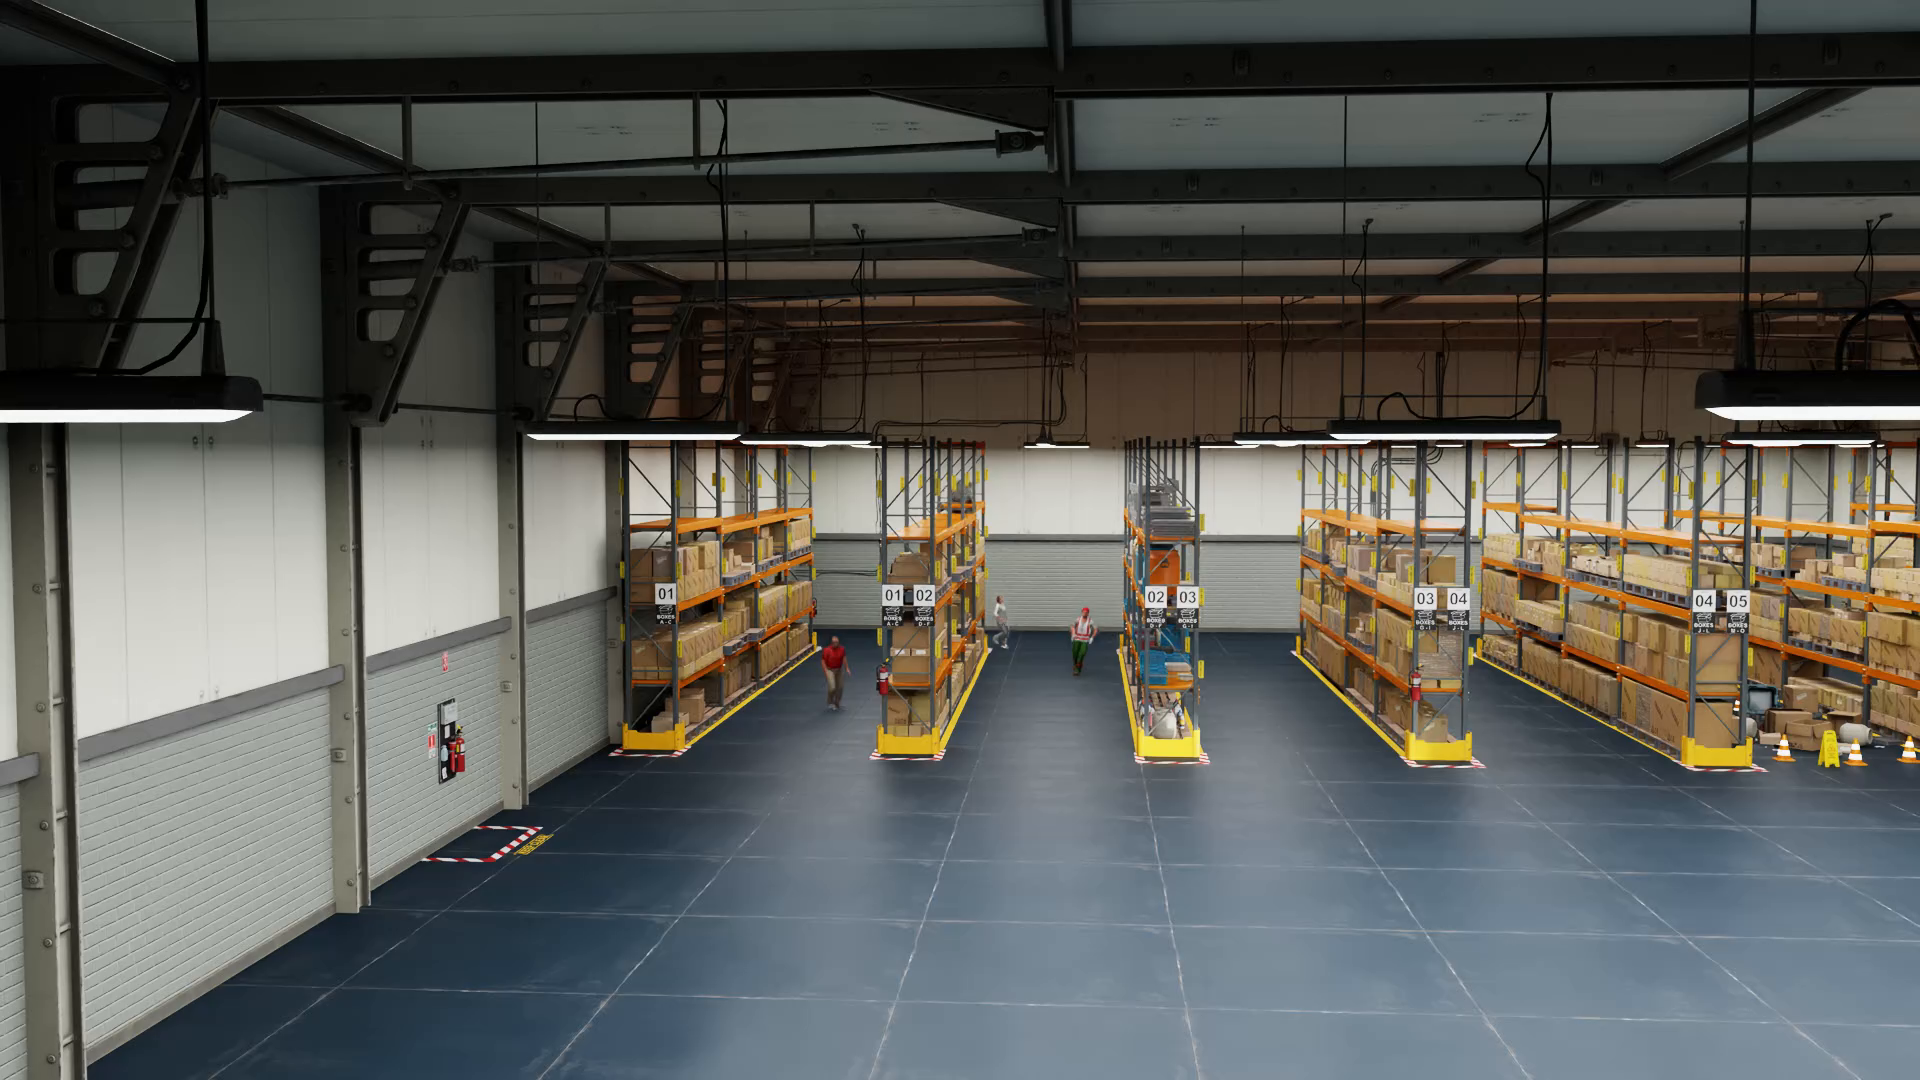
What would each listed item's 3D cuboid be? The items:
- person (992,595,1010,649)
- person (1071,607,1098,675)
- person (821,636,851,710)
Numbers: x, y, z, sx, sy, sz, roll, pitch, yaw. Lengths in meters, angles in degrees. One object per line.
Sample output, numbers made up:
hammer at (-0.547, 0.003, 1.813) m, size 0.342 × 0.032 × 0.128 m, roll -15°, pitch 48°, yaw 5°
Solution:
person at (1.153, 2.381, 48.262) m, size 0.531 × 1.562 × 0.597 m, roll 2°, pitch 4°, yaw 30°
person at (3.174, 2.582, 42.547) m, size 0.702 × 1.742 × 0.668 m, roll 1°, pitch 3°, yaw 12°
person at (-2.789, 2.929, 36.899) m, size 0.671 × 1.665 × 0.589 m, roll -2°, pitch 4°, yaw -38°
